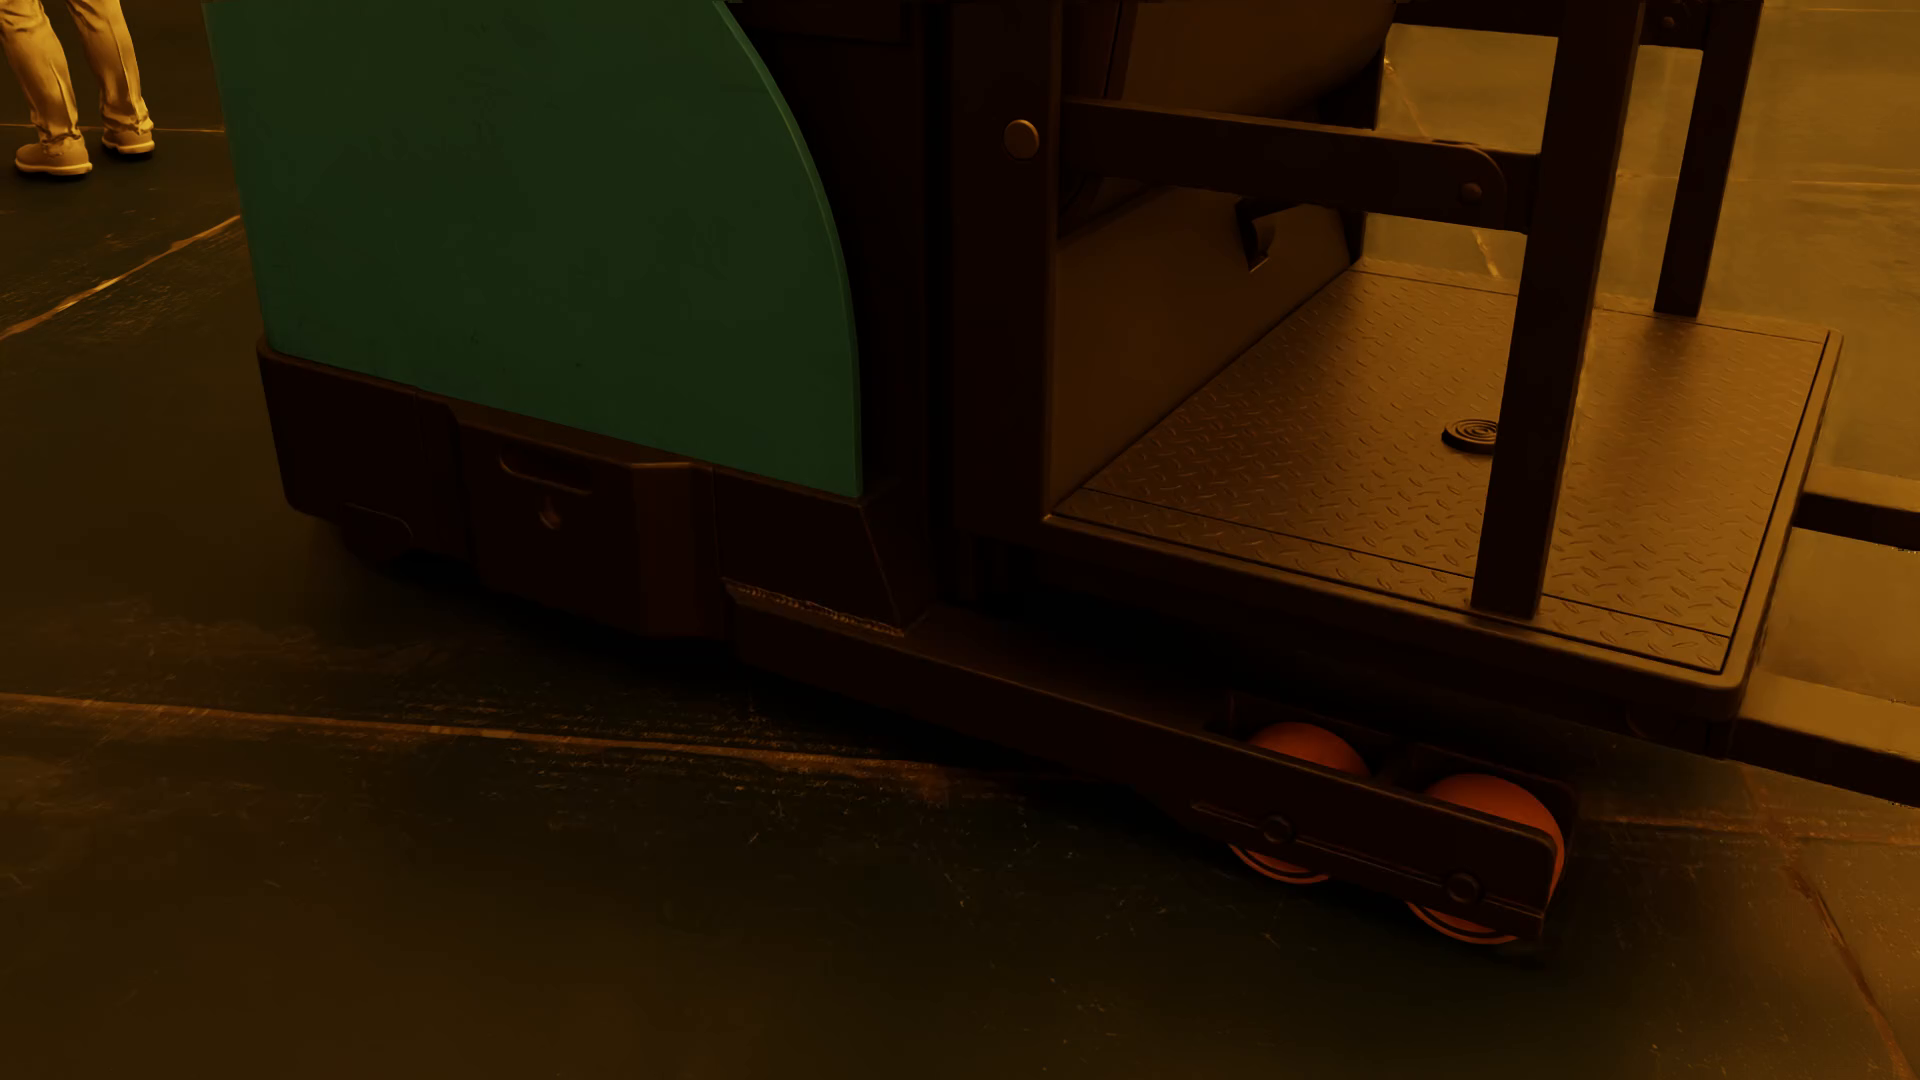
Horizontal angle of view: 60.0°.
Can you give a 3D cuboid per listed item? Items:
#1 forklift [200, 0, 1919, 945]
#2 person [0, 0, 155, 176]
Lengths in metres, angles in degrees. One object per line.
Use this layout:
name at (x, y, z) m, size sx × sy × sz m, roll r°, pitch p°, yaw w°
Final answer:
forklift at (0.529, -1.176, 1.574) m, size 3.031 × 2.935 × 1.130 m, roll 14°, pitch 30°, yaw 26°
person at (-2.409, -1.754, 4.107) m, size 0.532 × 1.693 × 0.584 m, roll 24°, pitch 35°, yaw 39°
